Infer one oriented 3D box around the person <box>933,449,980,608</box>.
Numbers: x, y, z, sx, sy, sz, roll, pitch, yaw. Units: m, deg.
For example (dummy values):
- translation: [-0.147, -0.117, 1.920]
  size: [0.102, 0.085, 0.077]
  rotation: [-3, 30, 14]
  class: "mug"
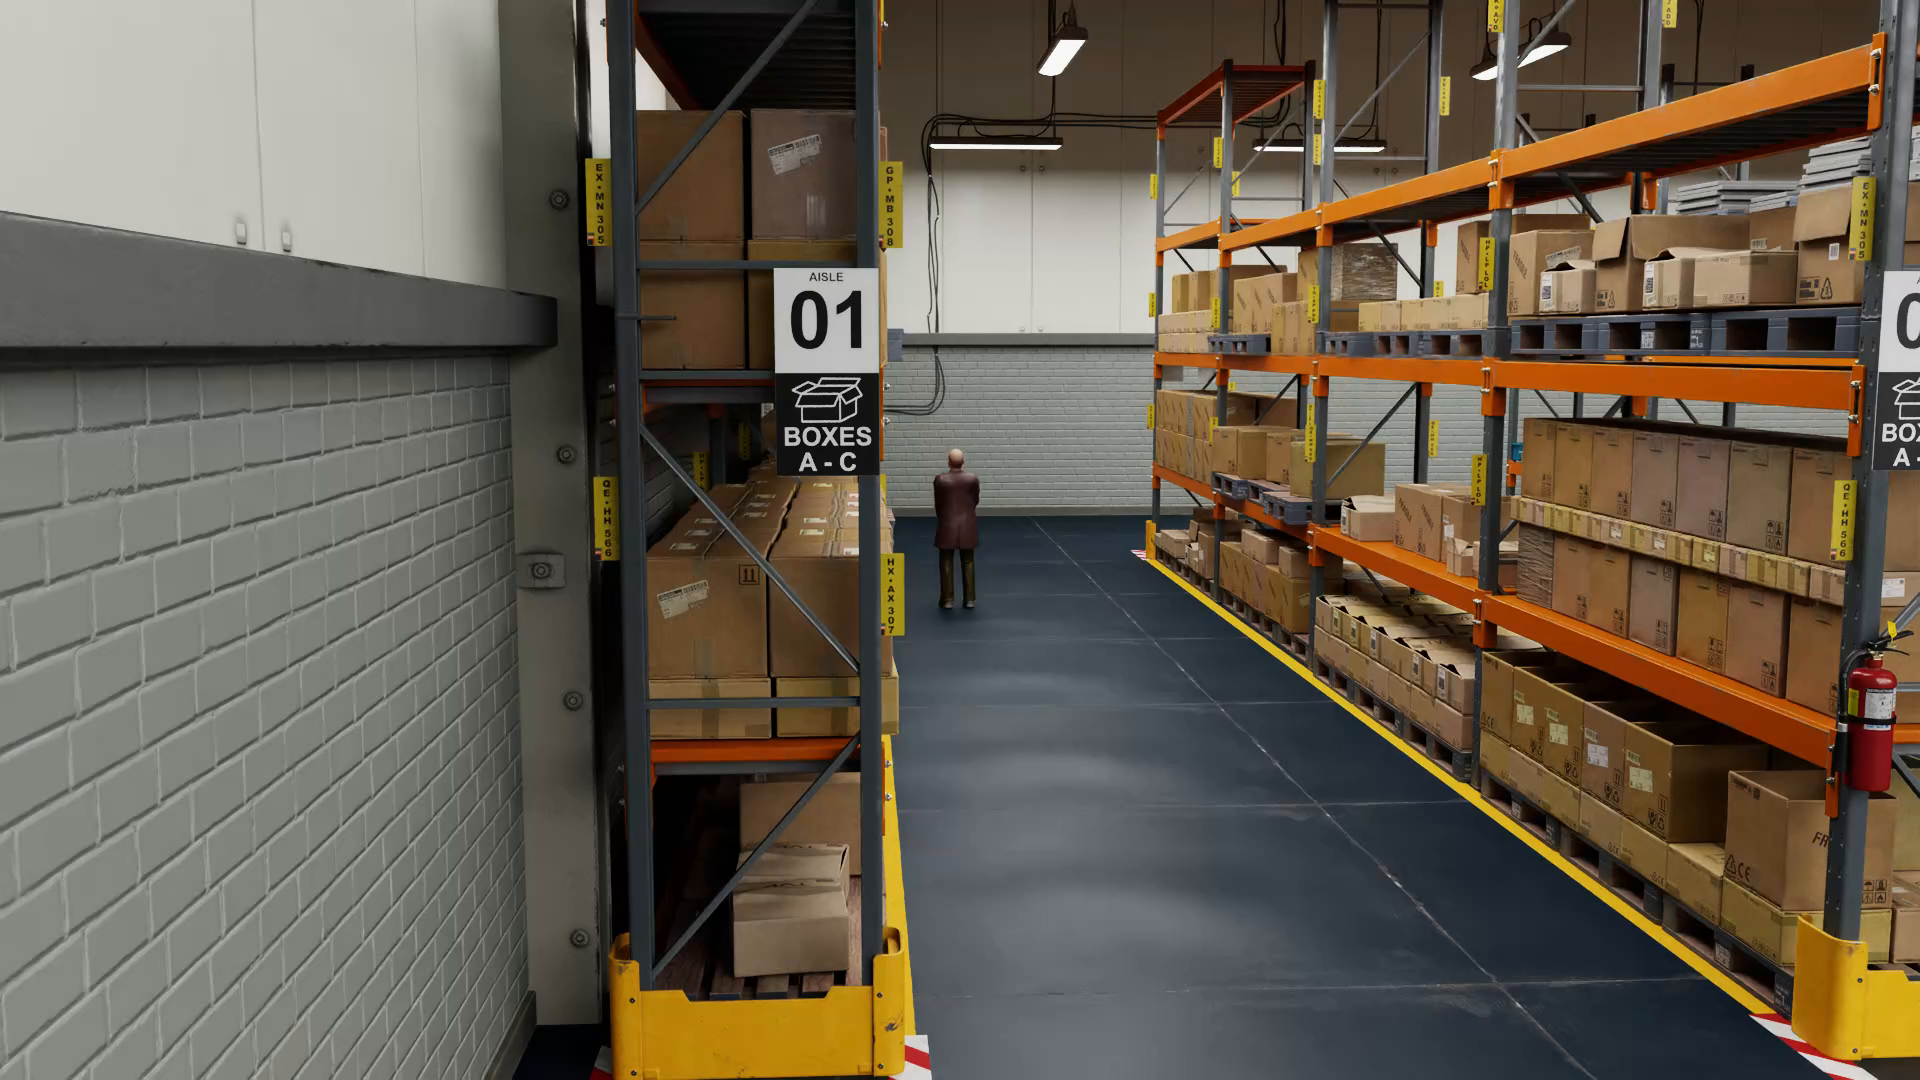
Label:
- translation: [-0.053, -0.144, 18.550]
  size: [0.530, 1.769, 0.563]
  rotation: [-1, 7, -8]
  class: "person"
